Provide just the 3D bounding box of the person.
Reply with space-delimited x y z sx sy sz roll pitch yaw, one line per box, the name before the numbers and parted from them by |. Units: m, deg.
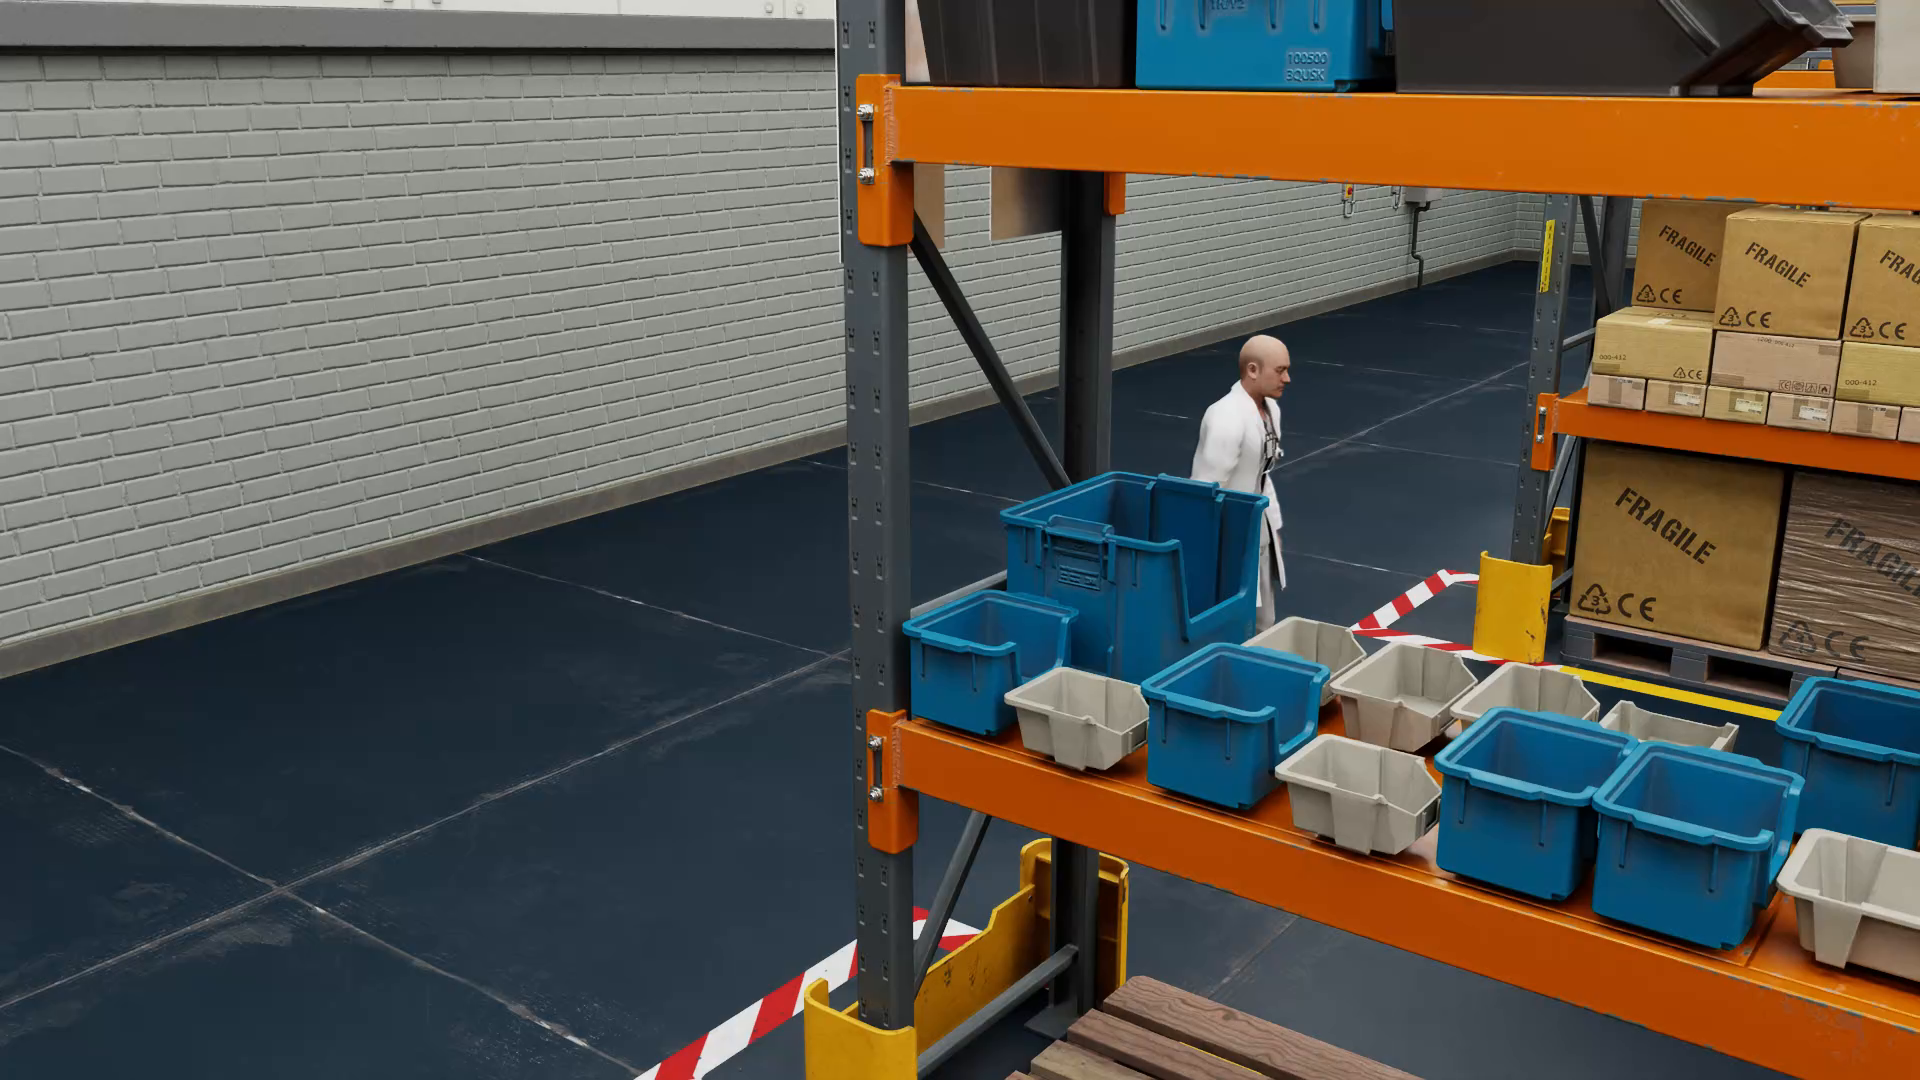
person | 1.185 0.021 6.992 0.423 1.774 0.653 10 19 32
